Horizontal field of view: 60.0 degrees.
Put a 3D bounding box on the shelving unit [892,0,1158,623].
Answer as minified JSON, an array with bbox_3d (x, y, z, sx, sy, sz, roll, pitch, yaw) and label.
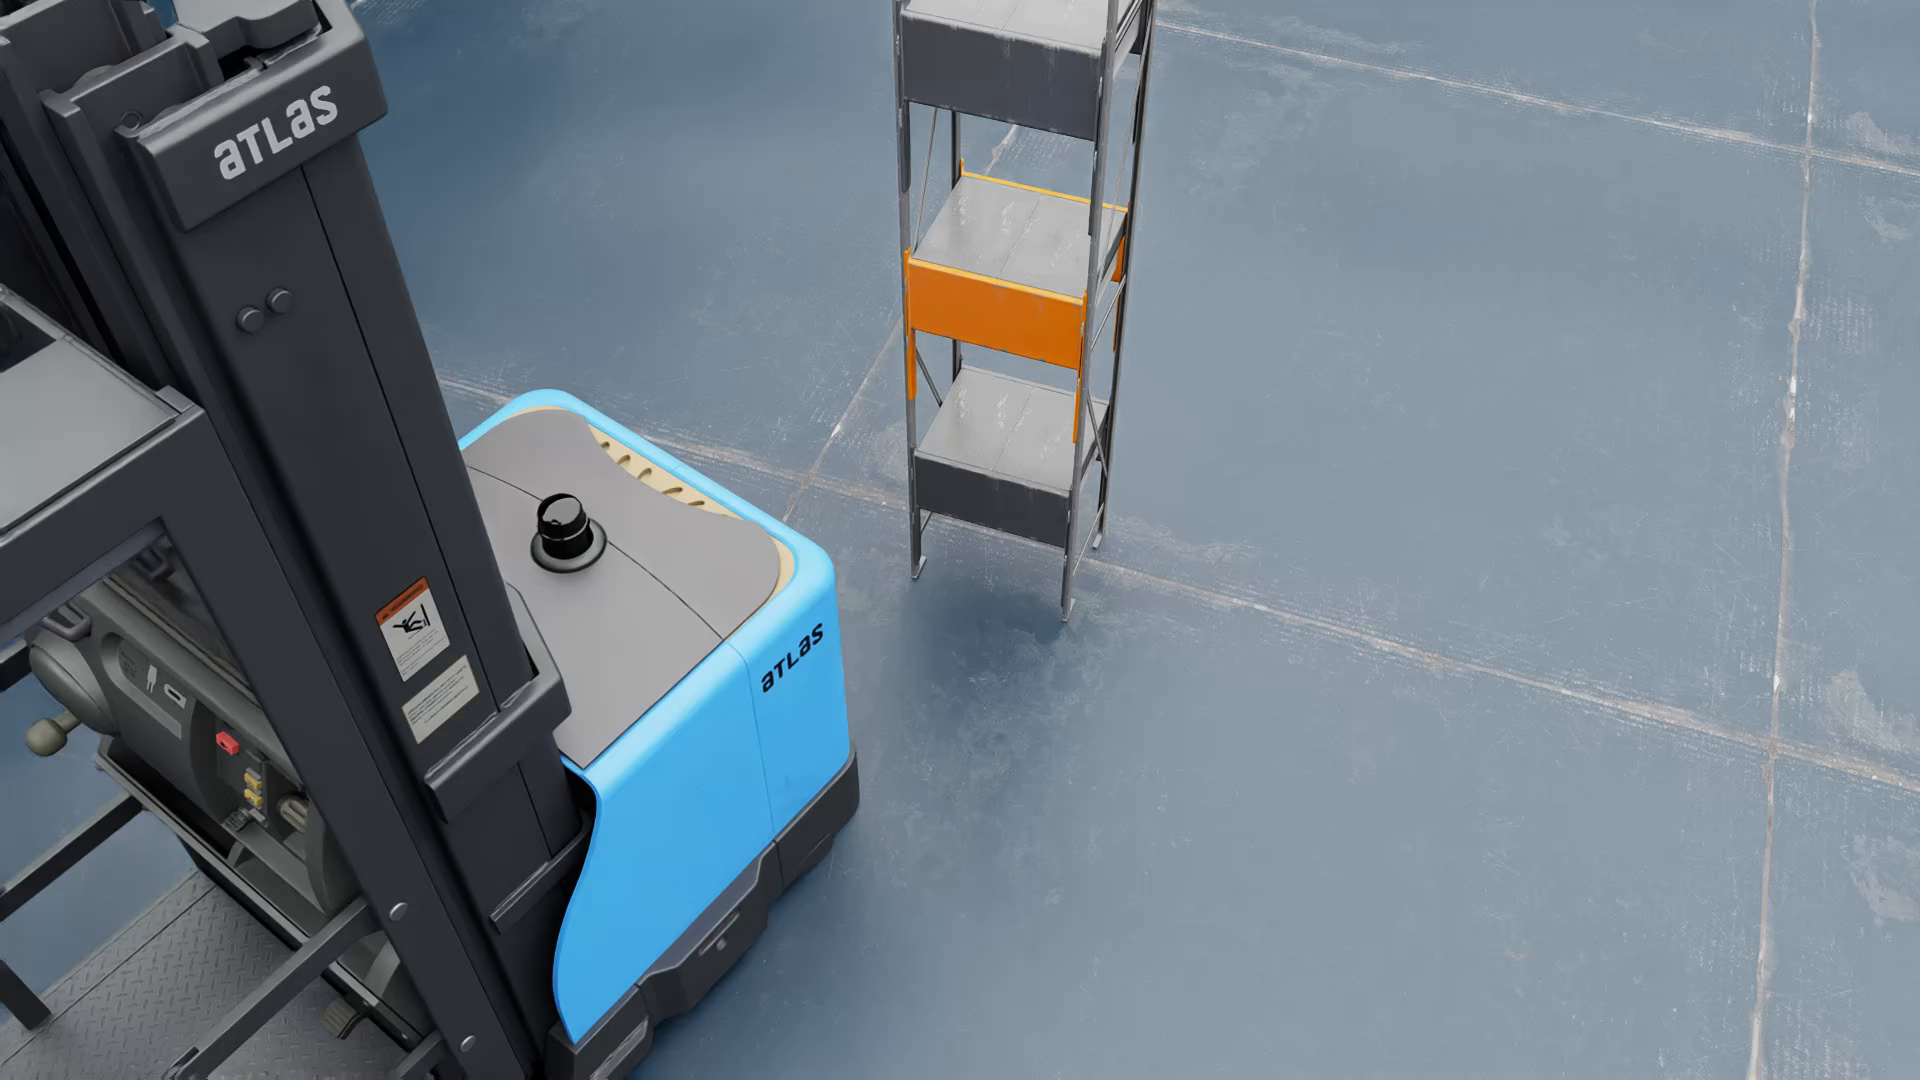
[{"bbox_3d":[0.155,-0.644,4.419,0.503,2.100,0.431,16,51,13],"label":"shelving unit"}]

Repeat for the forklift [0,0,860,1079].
[{"bbox_3d":[-1.570,0.443,2.927,1.130,2.935,3.031,30,56,24],"label":"forklift"}]

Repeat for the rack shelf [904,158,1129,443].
[{"bbox_3d":[0.155,-0.635,4.429,0.480,0.518,0.431,16,51,13],"label":"rack shelf"}]

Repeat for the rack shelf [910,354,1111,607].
[{"bbox_3d":[0.155,-0.177,4.958,0.480,0.518,0.431,16,51,13],"label":"rack shelf"}]

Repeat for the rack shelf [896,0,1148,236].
[{"bbox_3d":[0.155,-1.094,3.900,0.480,0.518,0.431,16,51,13],"label":"rack shelf"}]

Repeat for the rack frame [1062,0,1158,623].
[{"bbox_3d":[0.384,-0.580,4.364,0.015,2.100,0.400,16,51,13],"label":"rack frame"}]

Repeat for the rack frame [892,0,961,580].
[{"bbox_3d":[-0.074,-0.708,4.474,0.015,2.100,0.400,16,51,13],"label":"rack frame"}]
